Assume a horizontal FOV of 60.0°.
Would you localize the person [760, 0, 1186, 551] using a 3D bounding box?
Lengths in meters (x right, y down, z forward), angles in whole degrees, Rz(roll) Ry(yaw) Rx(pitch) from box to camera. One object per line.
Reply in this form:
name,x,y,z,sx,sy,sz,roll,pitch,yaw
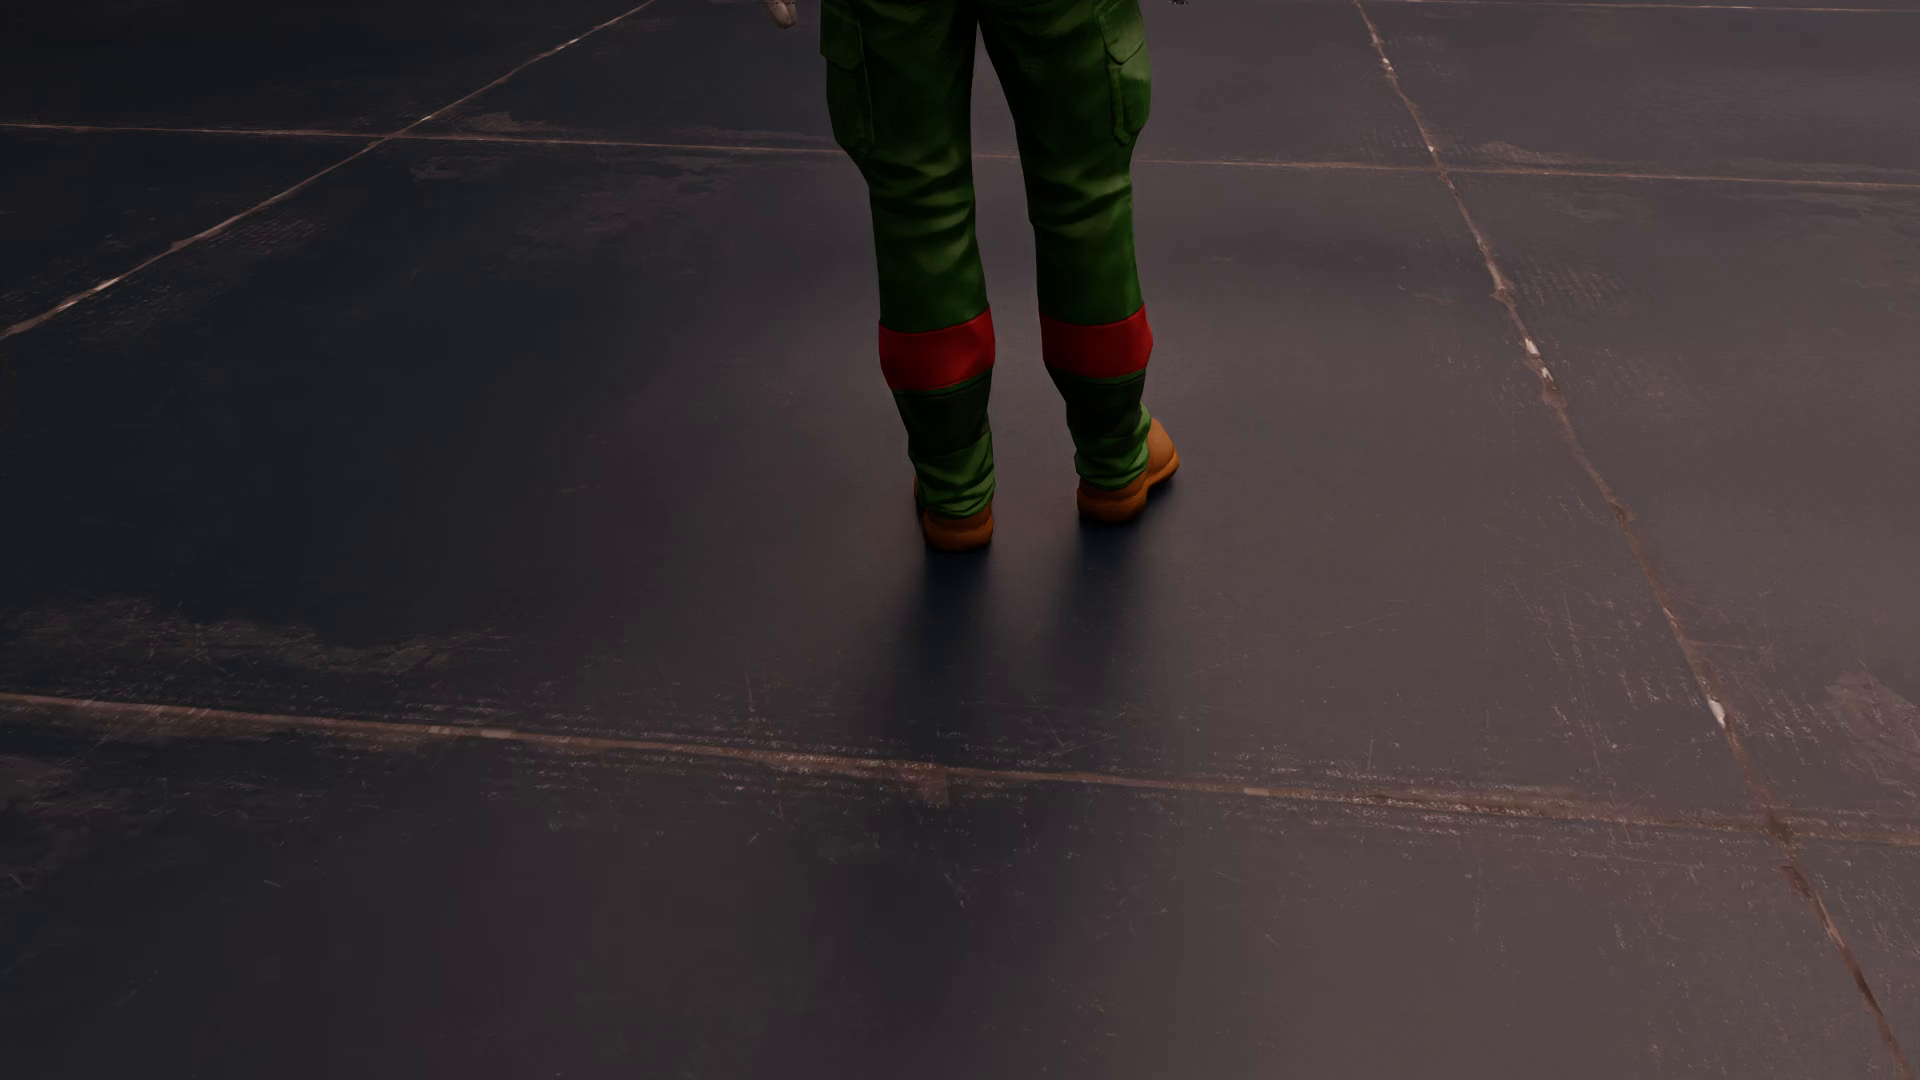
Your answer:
person,0.021,-0.842,2.168,0.638,1.789,0.562,3,27,7
